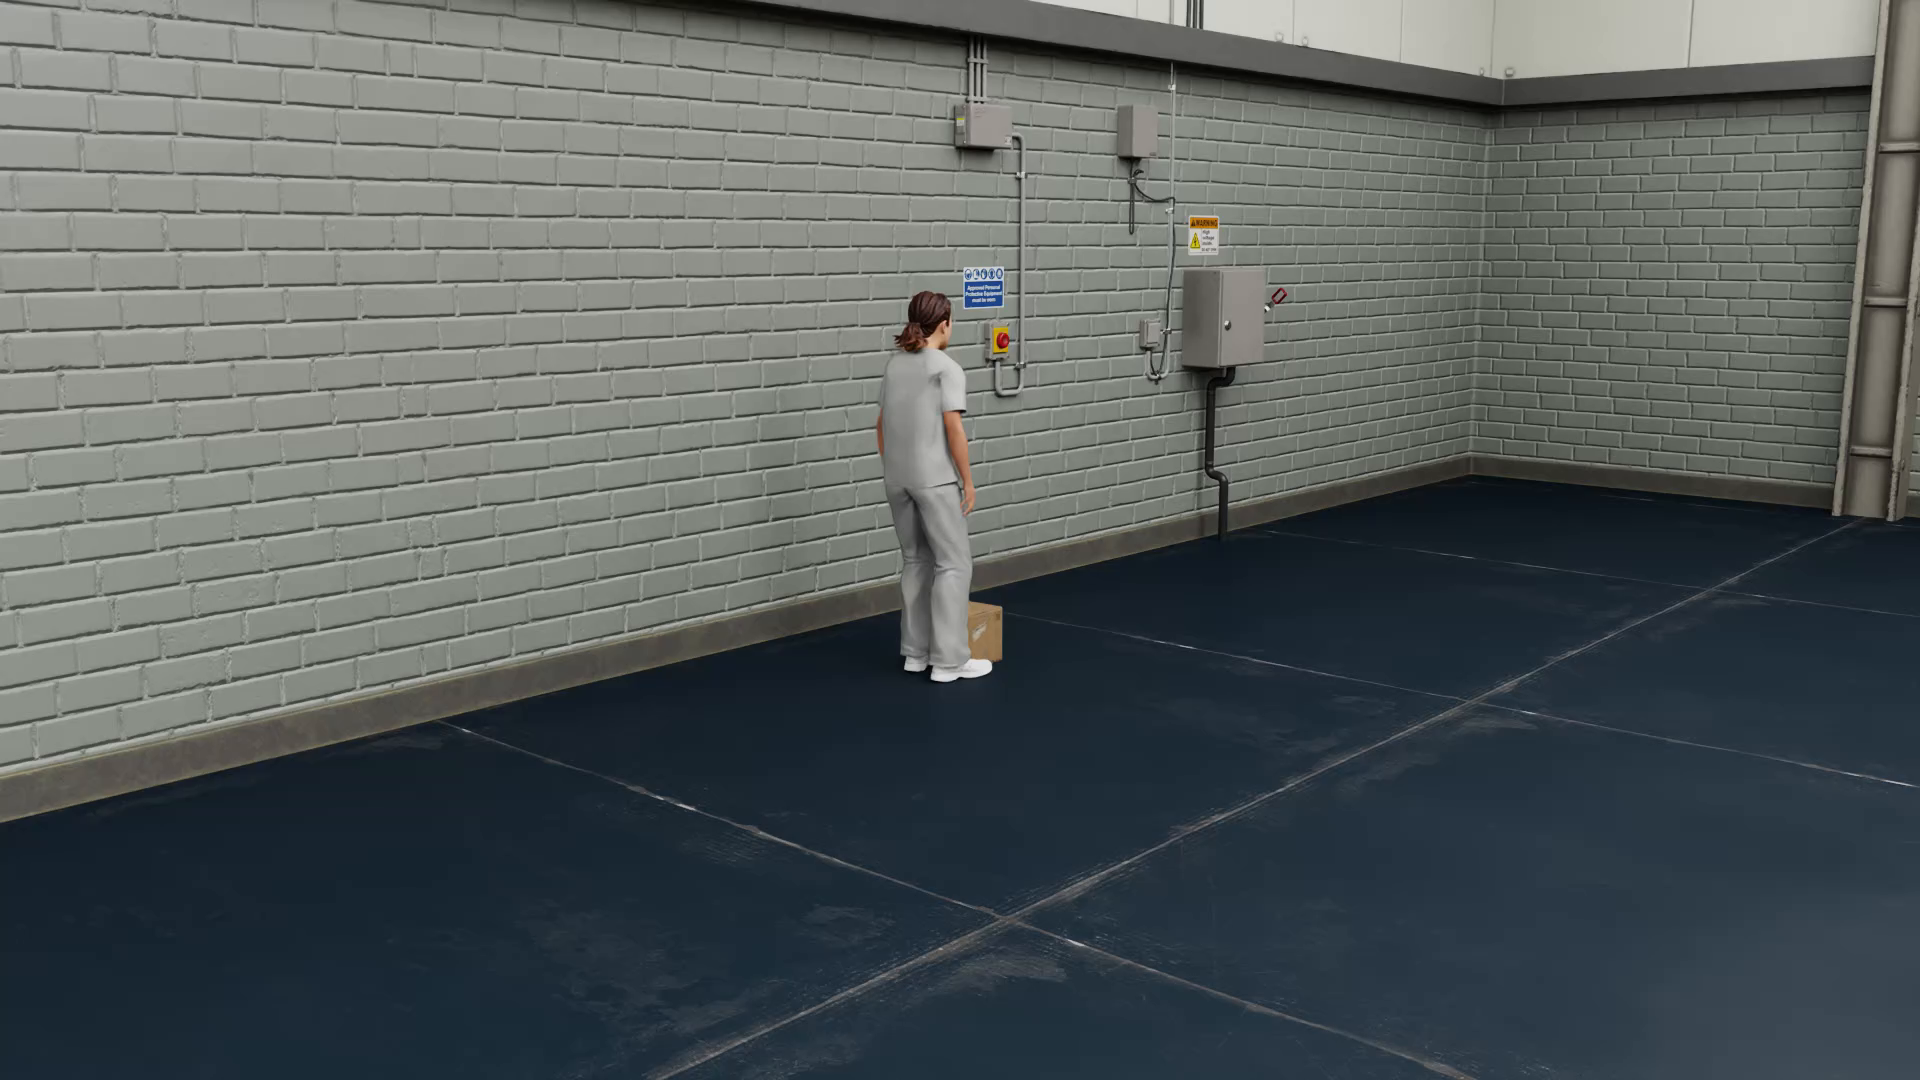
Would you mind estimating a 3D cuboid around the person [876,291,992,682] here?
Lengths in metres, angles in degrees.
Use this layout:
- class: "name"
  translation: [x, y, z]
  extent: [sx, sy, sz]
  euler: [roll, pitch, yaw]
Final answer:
- class: "person"
  translation: [-0.122, -0.240, 7.244]
  extent: [0.494, 1.672, 0.415]
  euler: [8, 13, 38]
